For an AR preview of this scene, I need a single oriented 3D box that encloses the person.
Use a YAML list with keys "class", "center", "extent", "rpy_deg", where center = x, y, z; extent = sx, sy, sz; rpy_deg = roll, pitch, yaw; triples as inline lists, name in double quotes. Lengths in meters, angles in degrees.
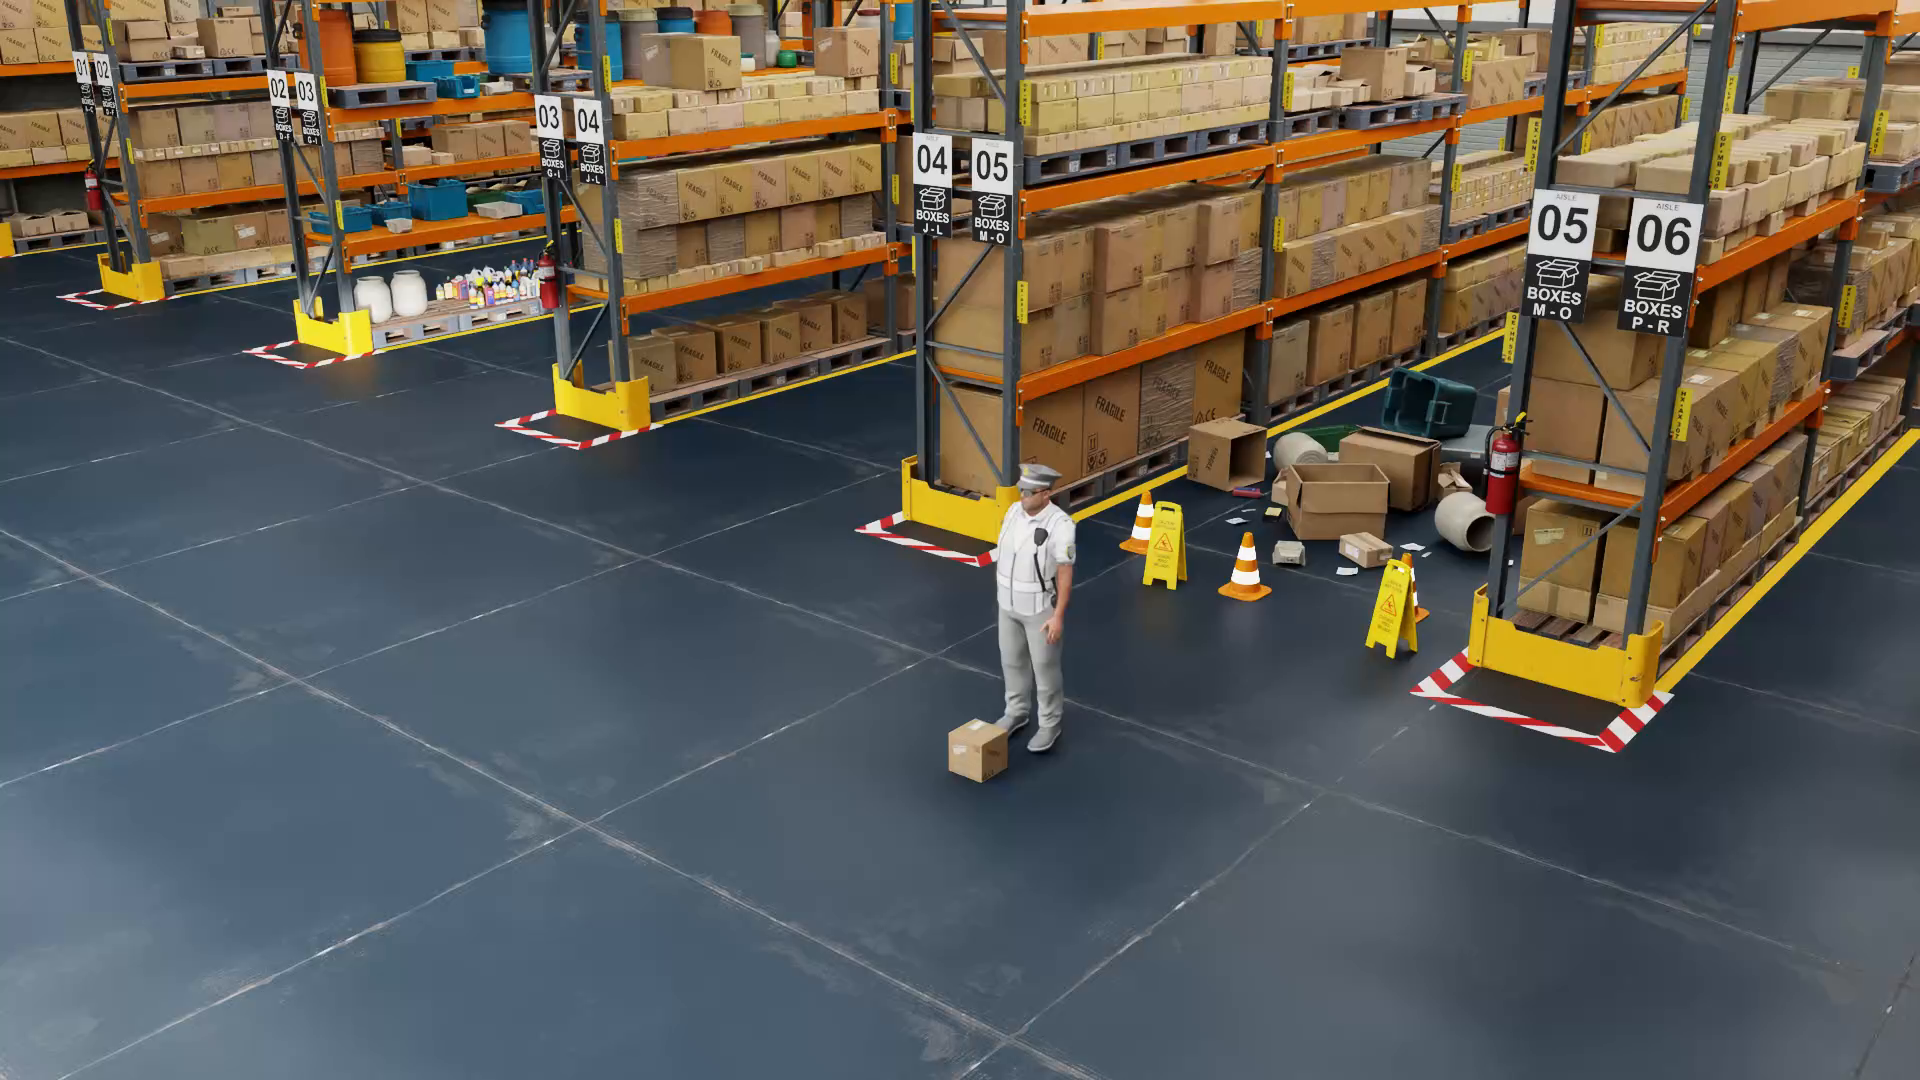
- class: "person"
  center: [0.428, 0.386, 9.941]
  extent: [0.539, 1.769, 0.392]
  rpy_deg: [16, 26, 37]
